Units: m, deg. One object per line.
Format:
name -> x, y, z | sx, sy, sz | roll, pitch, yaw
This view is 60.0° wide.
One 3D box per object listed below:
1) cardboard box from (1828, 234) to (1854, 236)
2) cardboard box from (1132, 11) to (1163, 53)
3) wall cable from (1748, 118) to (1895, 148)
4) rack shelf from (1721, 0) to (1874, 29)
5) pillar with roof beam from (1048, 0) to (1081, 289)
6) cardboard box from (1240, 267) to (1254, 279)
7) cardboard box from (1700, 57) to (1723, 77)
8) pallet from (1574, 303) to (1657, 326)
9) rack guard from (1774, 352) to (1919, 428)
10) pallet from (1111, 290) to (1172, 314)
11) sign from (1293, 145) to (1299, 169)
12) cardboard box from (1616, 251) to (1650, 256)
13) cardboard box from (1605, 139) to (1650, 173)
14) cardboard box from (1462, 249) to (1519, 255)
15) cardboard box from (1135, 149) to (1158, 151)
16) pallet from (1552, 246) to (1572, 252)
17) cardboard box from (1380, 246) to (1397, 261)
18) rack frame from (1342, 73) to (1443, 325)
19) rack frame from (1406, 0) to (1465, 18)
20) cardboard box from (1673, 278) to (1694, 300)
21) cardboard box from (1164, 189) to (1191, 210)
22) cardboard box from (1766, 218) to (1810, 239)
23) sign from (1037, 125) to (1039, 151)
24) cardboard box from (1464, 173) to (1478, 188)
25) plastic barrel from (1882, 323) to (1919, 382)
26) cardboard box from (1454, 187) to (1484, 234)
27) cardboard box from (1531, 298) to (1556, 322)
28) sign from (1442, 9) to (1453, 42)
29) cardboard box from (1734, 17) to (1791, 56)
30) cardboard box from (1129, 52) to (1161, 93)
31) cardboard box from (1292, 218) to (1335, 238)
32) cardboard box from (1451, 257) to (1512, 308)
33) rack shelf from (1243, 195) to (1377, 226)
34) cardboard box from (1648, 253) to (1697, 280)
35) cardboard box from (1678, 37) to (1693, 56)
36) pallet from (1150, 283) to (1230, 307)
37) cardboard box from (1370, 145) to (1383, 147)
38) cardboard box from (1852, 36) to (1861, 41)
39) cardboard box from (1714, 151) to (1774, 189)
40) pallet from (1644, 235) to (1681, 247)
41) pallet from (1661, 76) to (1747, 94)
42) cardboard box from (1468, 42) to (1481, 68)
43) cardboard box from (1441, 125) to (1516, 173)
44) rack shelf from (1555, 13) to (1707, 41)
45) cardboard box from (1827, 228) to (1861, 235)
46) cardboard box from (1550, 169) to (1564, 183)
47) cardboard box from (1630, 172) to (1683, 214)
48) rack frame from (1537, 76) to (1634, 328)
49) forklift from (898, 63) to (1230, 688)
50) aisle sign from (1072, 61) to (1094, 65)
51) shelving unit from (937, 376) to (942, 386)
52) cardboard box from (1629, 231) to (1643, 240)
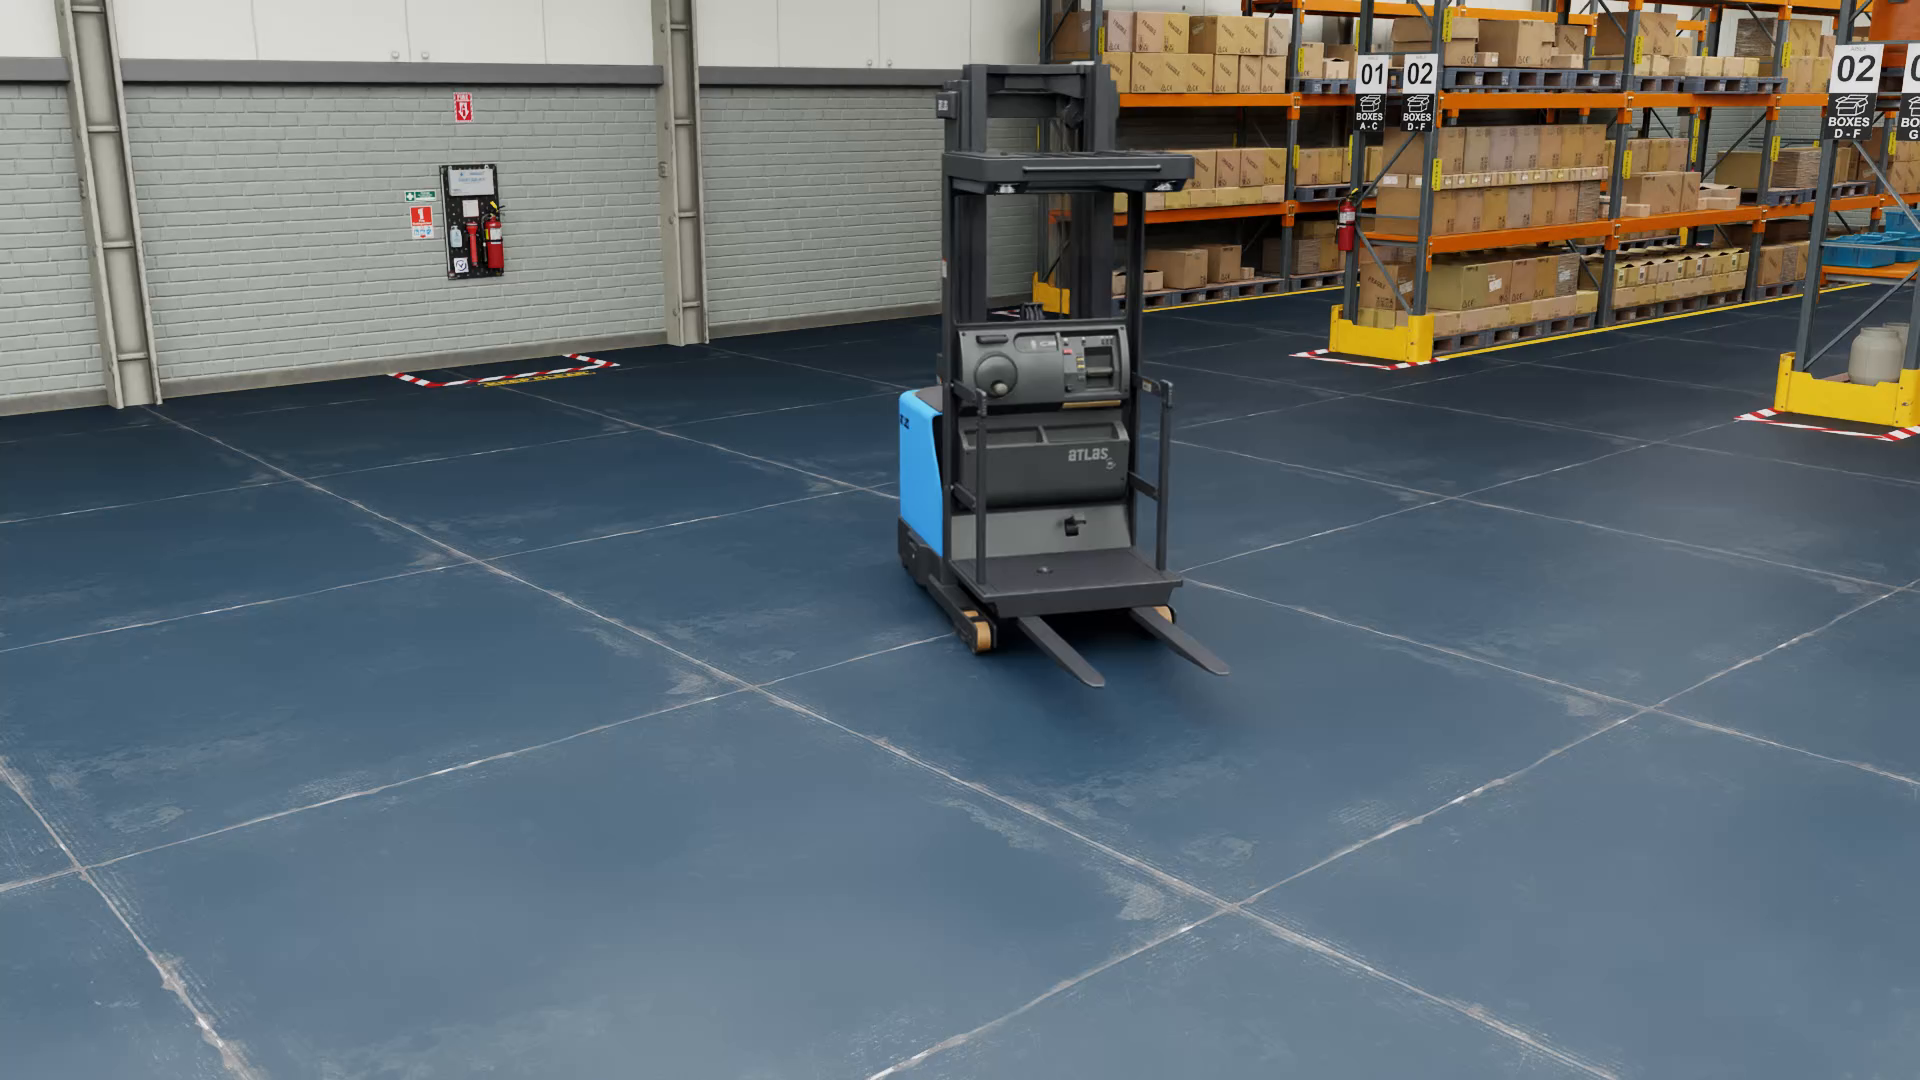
cardboard box -> 13.529, -4.399, 25.396 | 0.500, 0.500, 0.500 | -13, 20, -40
cardboard box -> 2.268, -6.547, 21.467 | 0.500, 0.500, 0.500 | -13, 20, -40
wall cable -> 17.978, -9.461, 34.750 | 0.112, 2.526, 3.097 | -13, 19, -39
rack shelf -> 12.205, -7.552, 23.754 | 4.000, 0.370, 1.077 | -13, 19, -39
pillar with roof beam -> 4.192, -6.811, 18.813 | 0.400, 9.000, 9.100 | -13, 19, -39
cardboard box -> 4.040, -3.889, 24.134 | 0.380, 0.166, 0.250 | 13, 20, 40
cardboard box -> 9.568, -6.160, 21.665 | 0.500, 0.250, 0.500 | -13, 20, -40
pallet -> 8.209, -2.963, 21.434 | 1.213, 0.211, 1.003 | -13, 19, -39
rack guard -> 7.936, -1.350, 14.834 | 0.348, 0.500, 1.175 | -13, 19, -39
pallet -> 2.100, -3.260, 22.547 | 1.213, 0.211, 1.003 | -13, 19, -39
sign -> 4.786, -5.456, 23.684 | 0.005, 0.325, 0.100 | -13, 19, -39
cardboard box -> 8.944, -3.706, 22.238 | 0.500, 0.311, 0.500 | -13, 20, -40
cardboard box -> 11.975, -6.978, 30.481 | 0.700, 0.700, 0.980 | -14, 20, -42
cardboard box -> 6.369, -3.228, 20.082 | 0.500, 0.500, 0.500 | -13, 19, -39
cardboard box -> 2.396, -5.057, 22.667 | 0.500, 0.500, 0.500 | -13, 20, -41
pallet -> 9.926, -5.004, 29.076 | 1.213, 0.211, 1.003 | -13, 19, -39
cardboard box -> 6.467, -4.627, 26.253 | 0.500, 0.500, 0.700 | -13, 20, -39
rack frame -> 4.661, -3.500, 18.042 | 0.127, 3.000, 1.000 | -13, 19, -39
rack frame -> 7.441, -8.718, 25.949 | 0.127, 3.000, 1.000 | -13, 19, -39
cardboard box -> 9.305, -3.333, 21.930 | 0.500, 0.250, 0.500 | -12, 19, -38
cardboard box -> 2.753, -4.598, 22.403 | 0.500, 0.250, 0.500 | -13, 20, -40
cardboard box -> 12.434, -4.696, 25.058 | 0.500, 0.250, 0.500 | -13, 19, -39
sign -> 1.057, -5.288, 21.877 | 0.005, 0.325, 0.100 | -13, 19, -39
cardboard box -> 5.485, -3.974, 18.364 | 0.250, 0.149, 0.380 | -13, 19, -39
plastic barrel -> 8.734, -1.748, 15.487 | 0.421, 0.512, 0.421 | 0, 15, 0
cardboard box -> 5.414, -3.715, 18.652 | 0.500, 0.500, 0.700 | -12, 19, -38
cardboard box -> 6.721, -2.761, 19.788 | 0.500, 0.250, 0.500 | -13, 19, -39
sign -> 5.021, -5.301, 17.123 | 0.005, 0.325, 0.100 | -13, 19, -39
cardboard box -> 11.029, -6.909, 22.859 | 0.500, 0.500, 0.500 | -13, 19, -39
cardboard box -> 2.251, -6.063, 21.592 | 0.500, 0.500, 0.500 | -11, 19, -36
cardboard box -> 5.298, -4.712, 25.116 | 0.500, 0.250, 0.500 | -13, 20, -41
cardboard box -> 5.956, -2.957, 19.069 | 0.500, 0.500, 0.500 | -13, 19, -39
rack shelf -> 5.932, -5.133, 25.548 | 4.000, 0.370, 1.077 | -13, 19, -39
cardboard box -> 9.313, -3.606, 21.863 | 0.500, 0.311, 0.500 | -12, 19, -38
cardboard box -> 13.103, -8.988, 30.603 | 0.500, 0.500, 0.500 | -13, 20, -40
pallet -> 3.020, -3.466, 23.317 | 1.213, 0.211, 1.003 | -13, 19, -39
cardboard box -> 6.689, -5.899, 25.974 | 0.700, 0.500, 0.500 | 14, 20, 42
cardboard box -> 12.796, -7.093, 24.479 | 0.600, 0.600, 0.600 | -13, 20, -40
cardboard box -> 11.097, -5.235, 23.530 | 0.700, 0.500, 0.500 | 8, 17, 28
pallet -> 12.924, -5.677, 31.593 | 1.213, 0.211, 1.003 | -13, 19, -39
pallet -> 9.401, -5.891, 21.546 | 1.213, 0.211, 1.003 | -12, 19, -37
cardboard box -> 5.776, -5.518, 18.869 | 0.500, 0.311, 0.500 | -10, 18, -33
cardboard box -> 5.834, -4.437, 18.840 | 0.500, 0.500, 0.700 | -13, 19, -39
rack shelf -> 11.968, -9.193, 29.899 | 4.000, 0.370, 1.077 | -13, 19, -39
cardboard box -> 13.957, -4.690, 26.486 | 0.500, 0.500, 0.500 | -13, 19, -39
cardboard box -> 6.845, -4.280, 19.510 | 0.250, 0.149, 0.380 | -13, 20, -40
cardboard box -> 9.044, -4.527, 21.693 | 0.500, 0.500, 0.500 | -13, 19, -39
rack frame -> 7.678, -4.178, 20.579 | 0.127, 3.000, 1.000 | -13, 19, -39
forklift -> 0.510, -0.944, 8.606 | 1.130, 2.935, 3.031 | -4, 15, -15
aisle sign -> 1.549, -5.649, 21.050 | 0.004, 0.787, 0.394 | -13, 19, -39
shelving unit -> 0.125, -0.608, 10.700 | 0.503, 1.200, 0.258 | -13, 19, -39
cardboard box -> 12.257, -5.862, 30.912 | 0.500, 0.500, 0.700 | -13, 20, -41
